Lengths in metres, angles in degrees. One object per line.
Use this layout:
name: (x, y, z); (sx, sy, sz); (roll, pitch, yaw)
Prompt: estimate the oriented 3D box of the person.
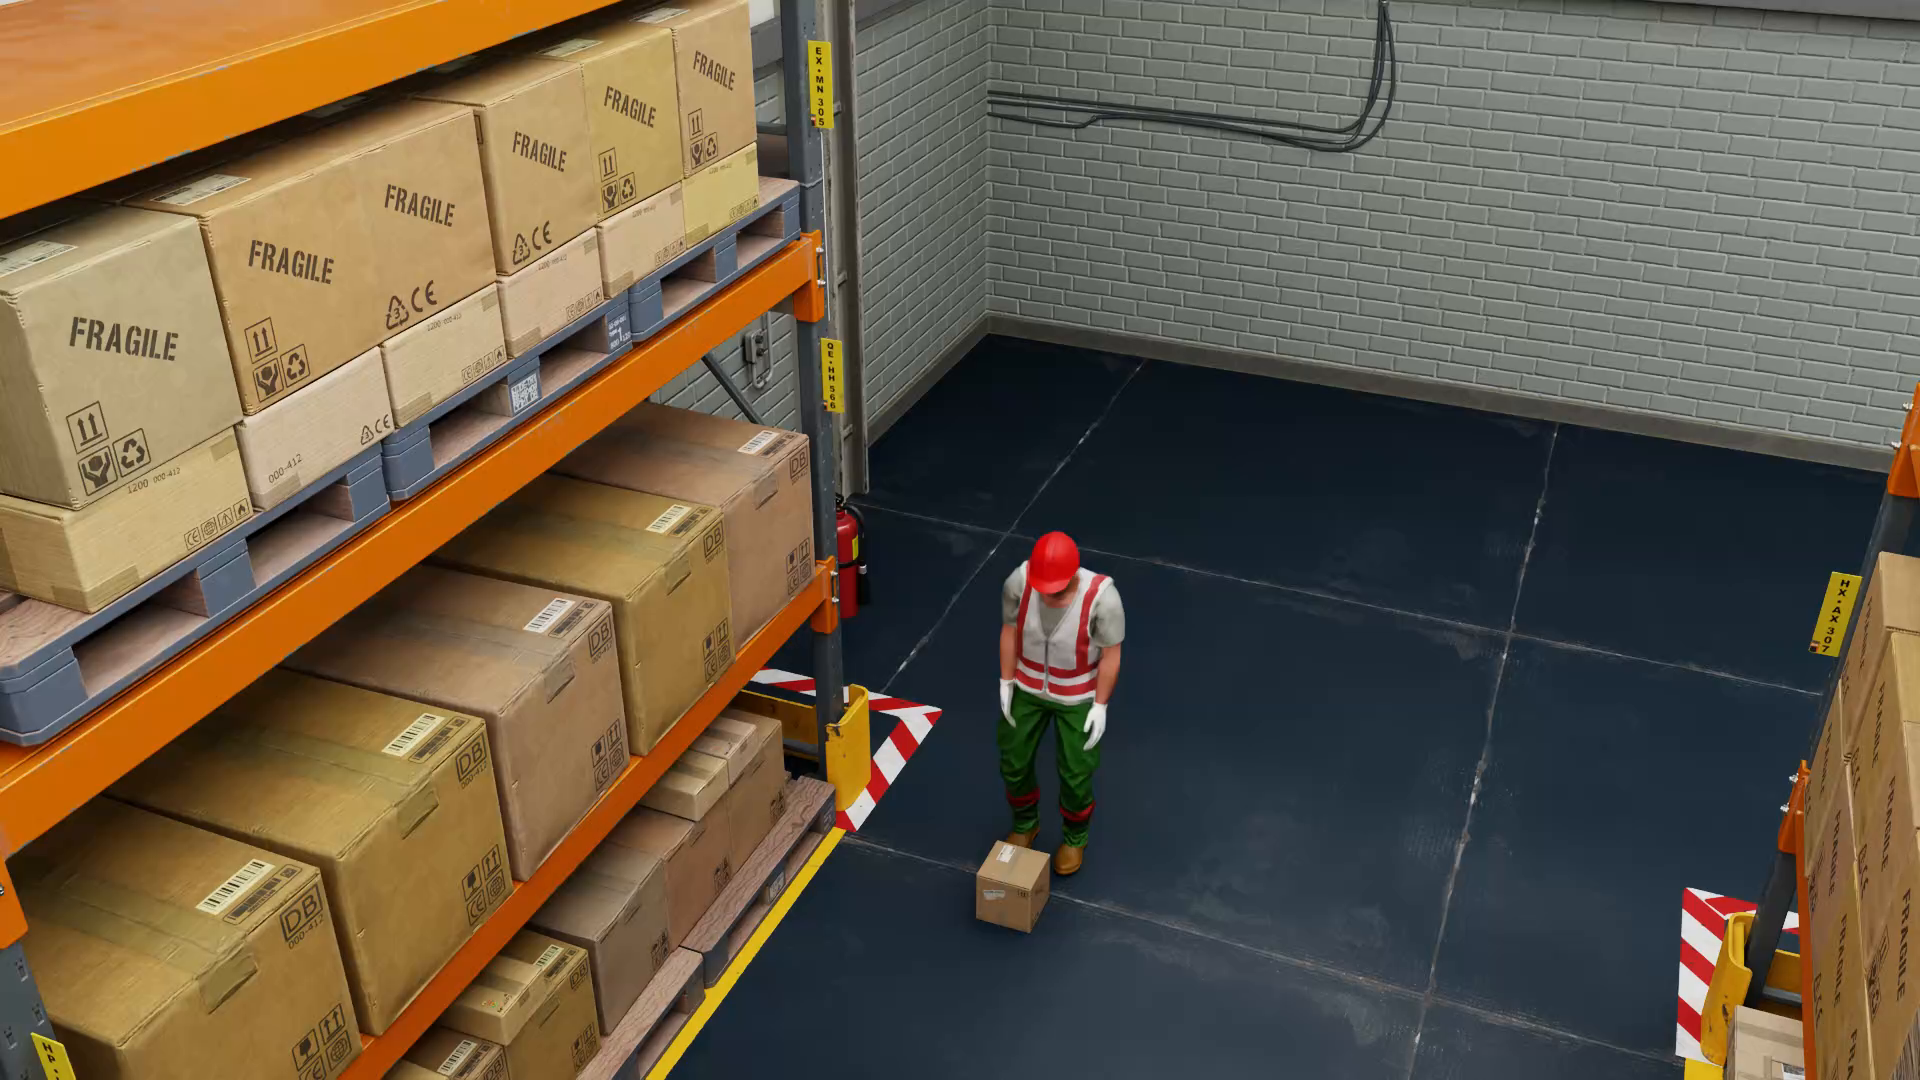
person: (0.421, 0.687, 7.224); (0.547, 1.724, 0.477); (12, 32, 20)
